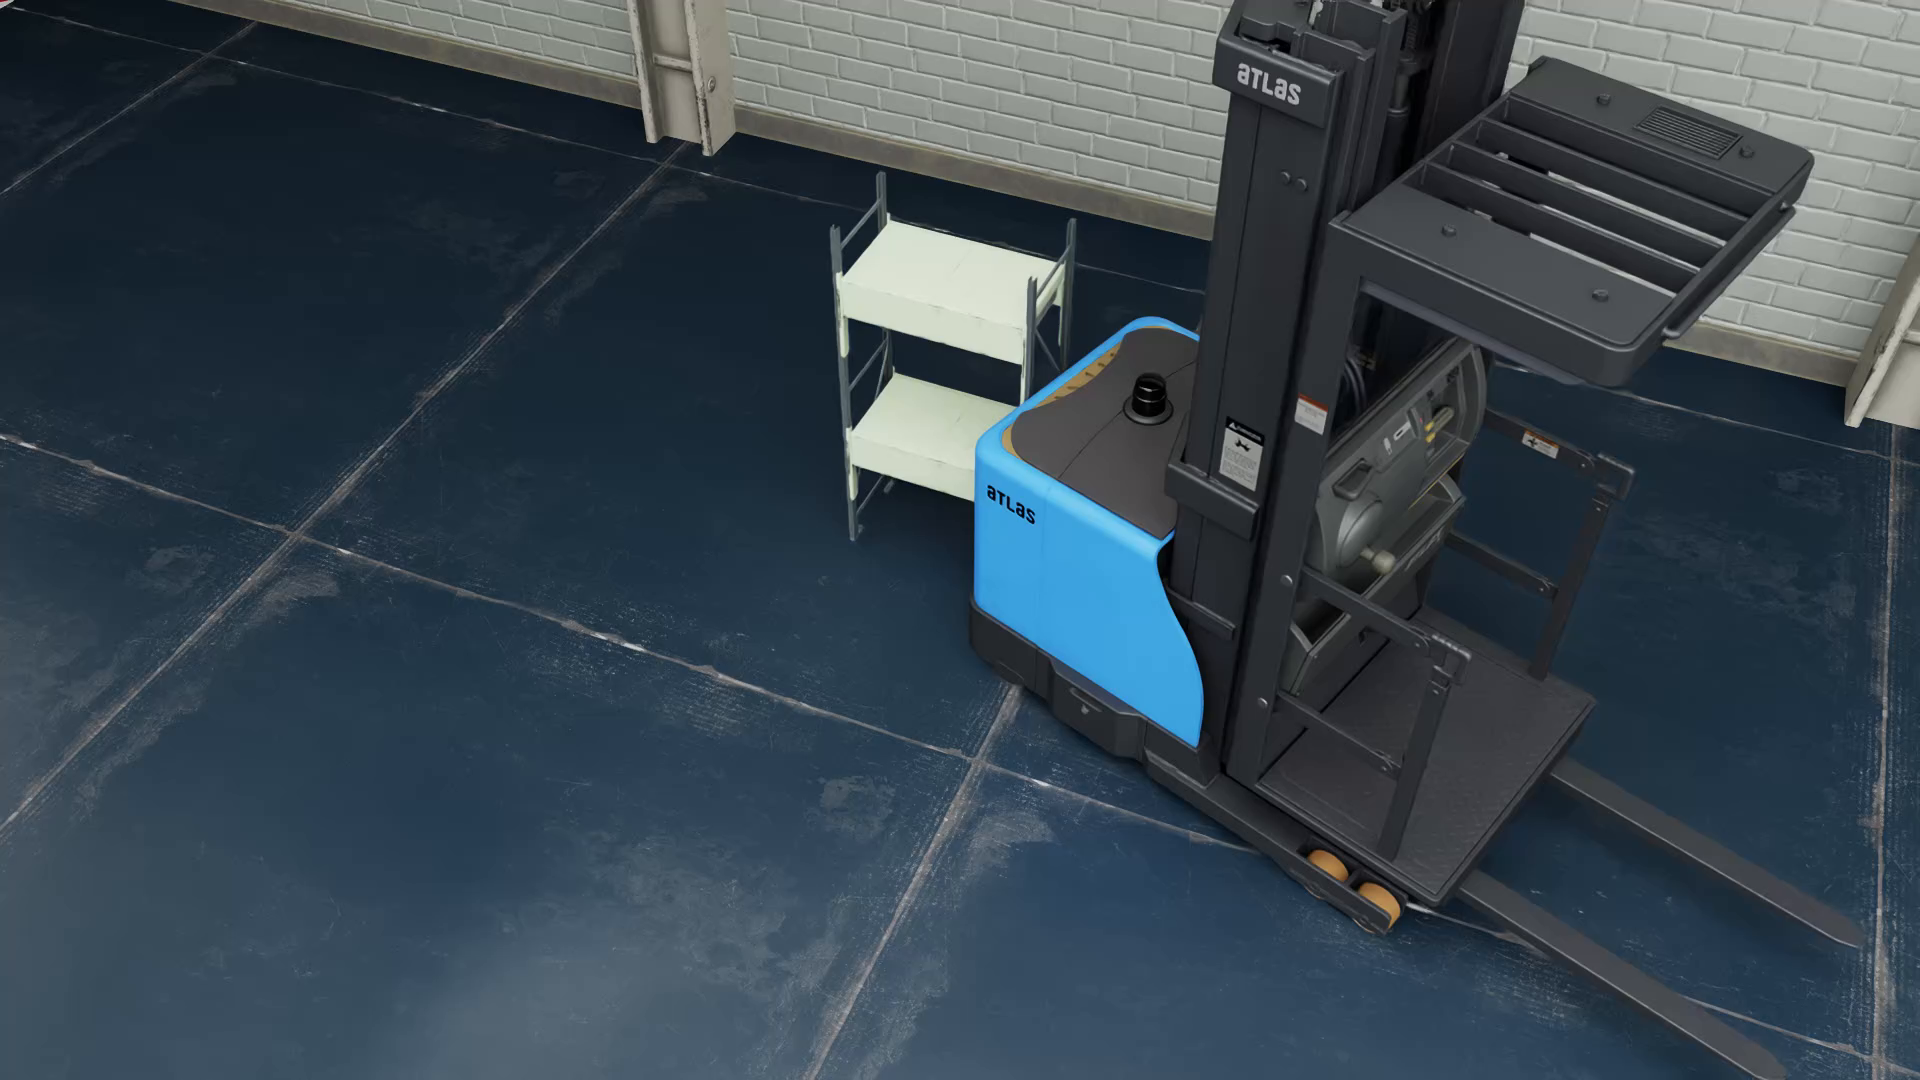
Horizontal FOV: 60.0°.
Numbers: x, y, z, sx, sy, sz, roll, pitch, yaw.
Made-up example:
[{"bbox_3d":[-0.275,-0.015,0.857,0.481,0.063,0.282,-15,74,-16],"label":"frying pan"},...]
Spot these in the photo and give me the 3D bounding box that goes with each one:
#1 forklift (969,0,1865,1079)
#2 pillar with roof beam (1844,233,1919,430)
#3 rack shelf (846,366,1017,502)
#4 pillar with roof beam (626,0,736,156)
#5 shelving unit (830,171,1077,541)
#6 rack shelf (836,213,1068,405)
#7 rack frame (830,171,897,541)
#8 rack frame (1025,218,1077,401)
[{"bbox_3d":[1.472,-0.176,4.849,3.031,2.935,1.130,32,53,28],"label":"forklift"},{"bbox_3d":[2.443,-0.938,1.313,0.400,9.000,9.100,16,47,16],"label":"pillar with roof beam"},{"bbox_3d":[-0.022,-0.323,6.473,0.720,0.370,0.431,17,47,17],"label":"rack shelf"},{"bbox_3d":[-3.094,-2.567,2.950,0.400,9.000,9.100,16,47,16],"label":"pillar with roof beam"},{"bbox_3d":[-0.022,-0.554,6.243,0.755,1.500,0.431,17,47,17],"label":"shelving unit"},{"bbox_3d":[-0.022,-0.830,5.968,0.720,0.370,0.431,17,47,17],"label":"rack shelf"},{"bbox_3d":[-0.357,-0.658,6.348,0.023,1.500,0.400,17,47,17],"label":"rack frame"},{"bbox_3d":[0.313,-0.449,6.138,0.023,1.500,0.400,17,47,17],"label":"rack frame"}]
